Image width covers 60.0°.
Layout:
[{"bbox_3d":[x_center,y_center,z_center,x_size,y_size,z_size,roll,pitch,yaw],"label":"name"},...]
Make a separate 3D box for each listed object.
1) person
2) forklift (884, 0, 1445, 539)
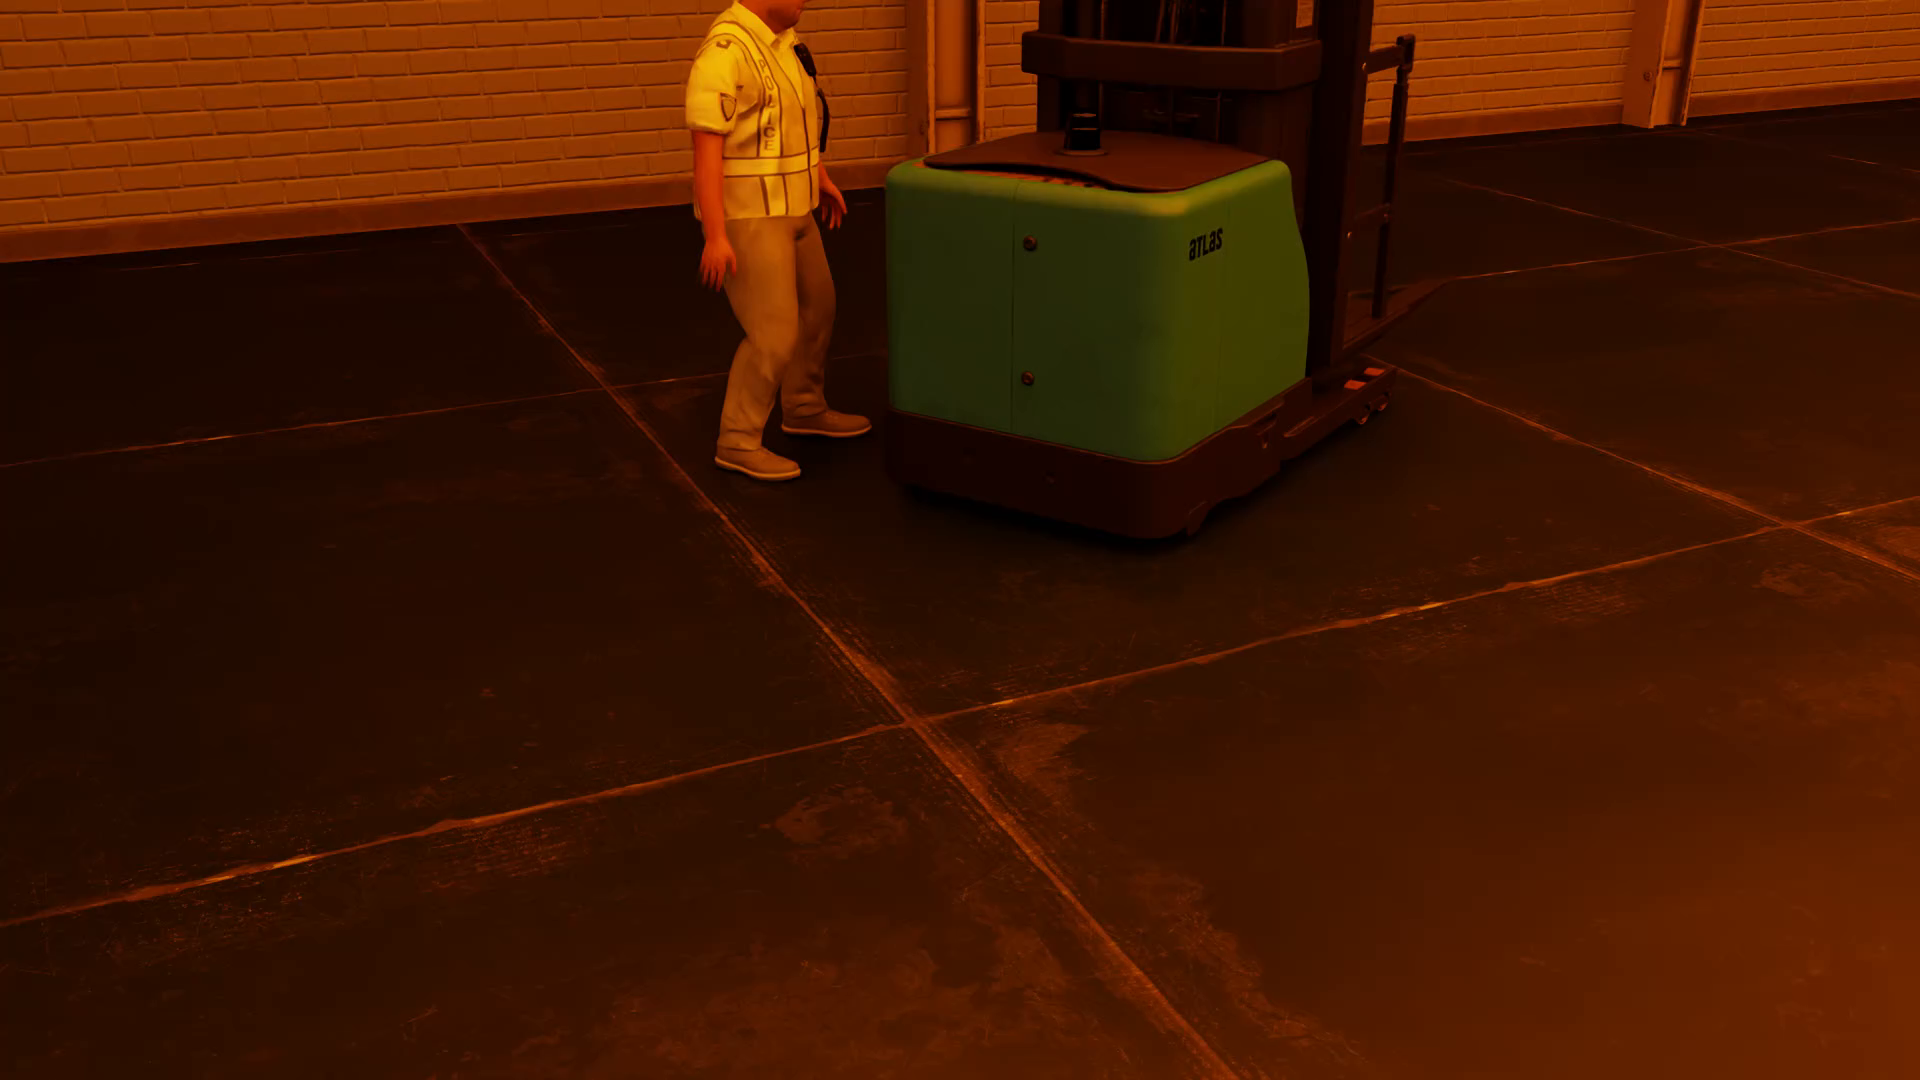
[{"bbox_3d":[-0.621,-1.074,5.448,0.440,1.725,0.787,6,23,15],"label":"person"},{"bbox_3d":[0.992,-1.867,5.781,1.130,2.935,3.031,14,27,31],"label":"forklift"}]
